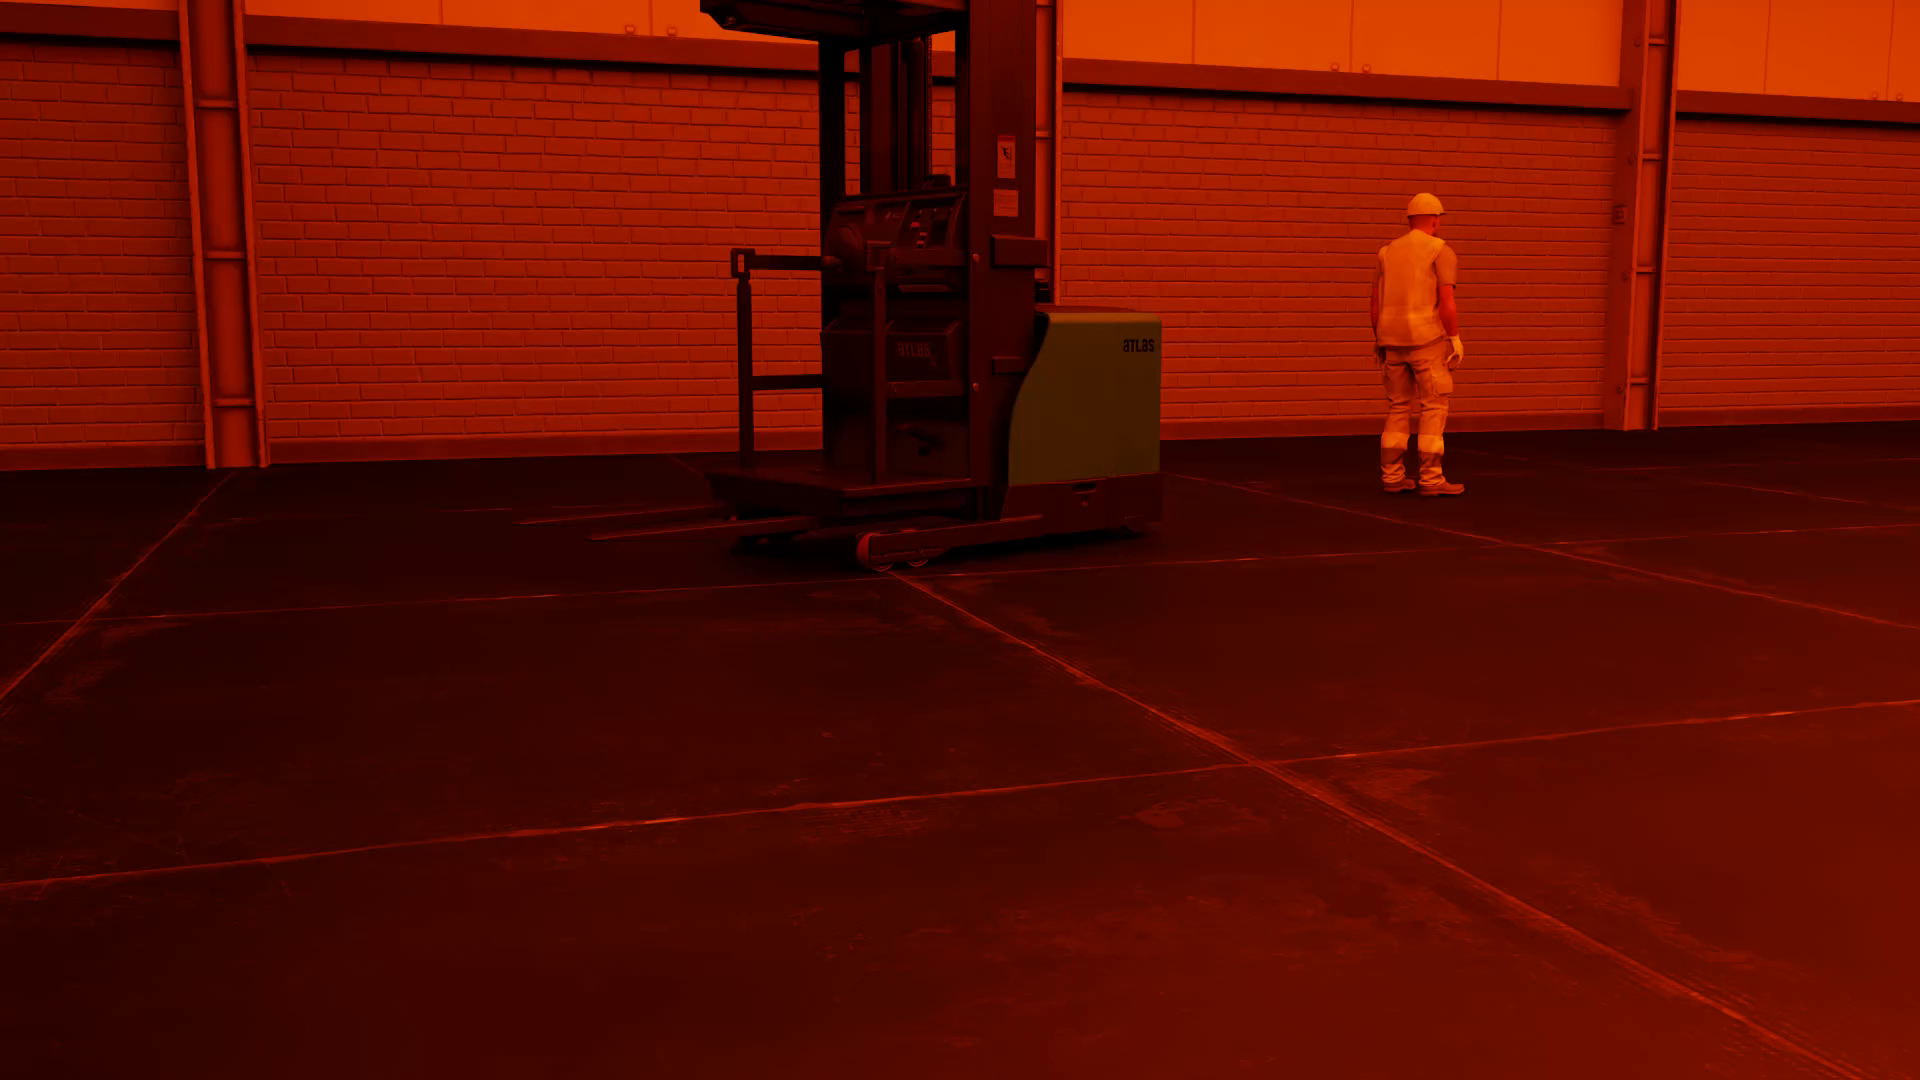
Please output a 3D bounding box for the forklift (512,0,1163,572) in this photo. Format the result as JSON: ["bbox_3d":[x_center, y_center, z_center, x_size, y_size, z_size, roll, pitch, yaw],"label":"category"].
[{"bbox_3d":[-0.461,-1.399,7.333,3.031,2.935,1.130,-7,10,-40],"label":"forklift"}]

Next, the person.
[{"bbox_3d":[2.716,-1.161,9.878,0.452,1.777,0.610,-6,10,-38],"label":"person"}]
